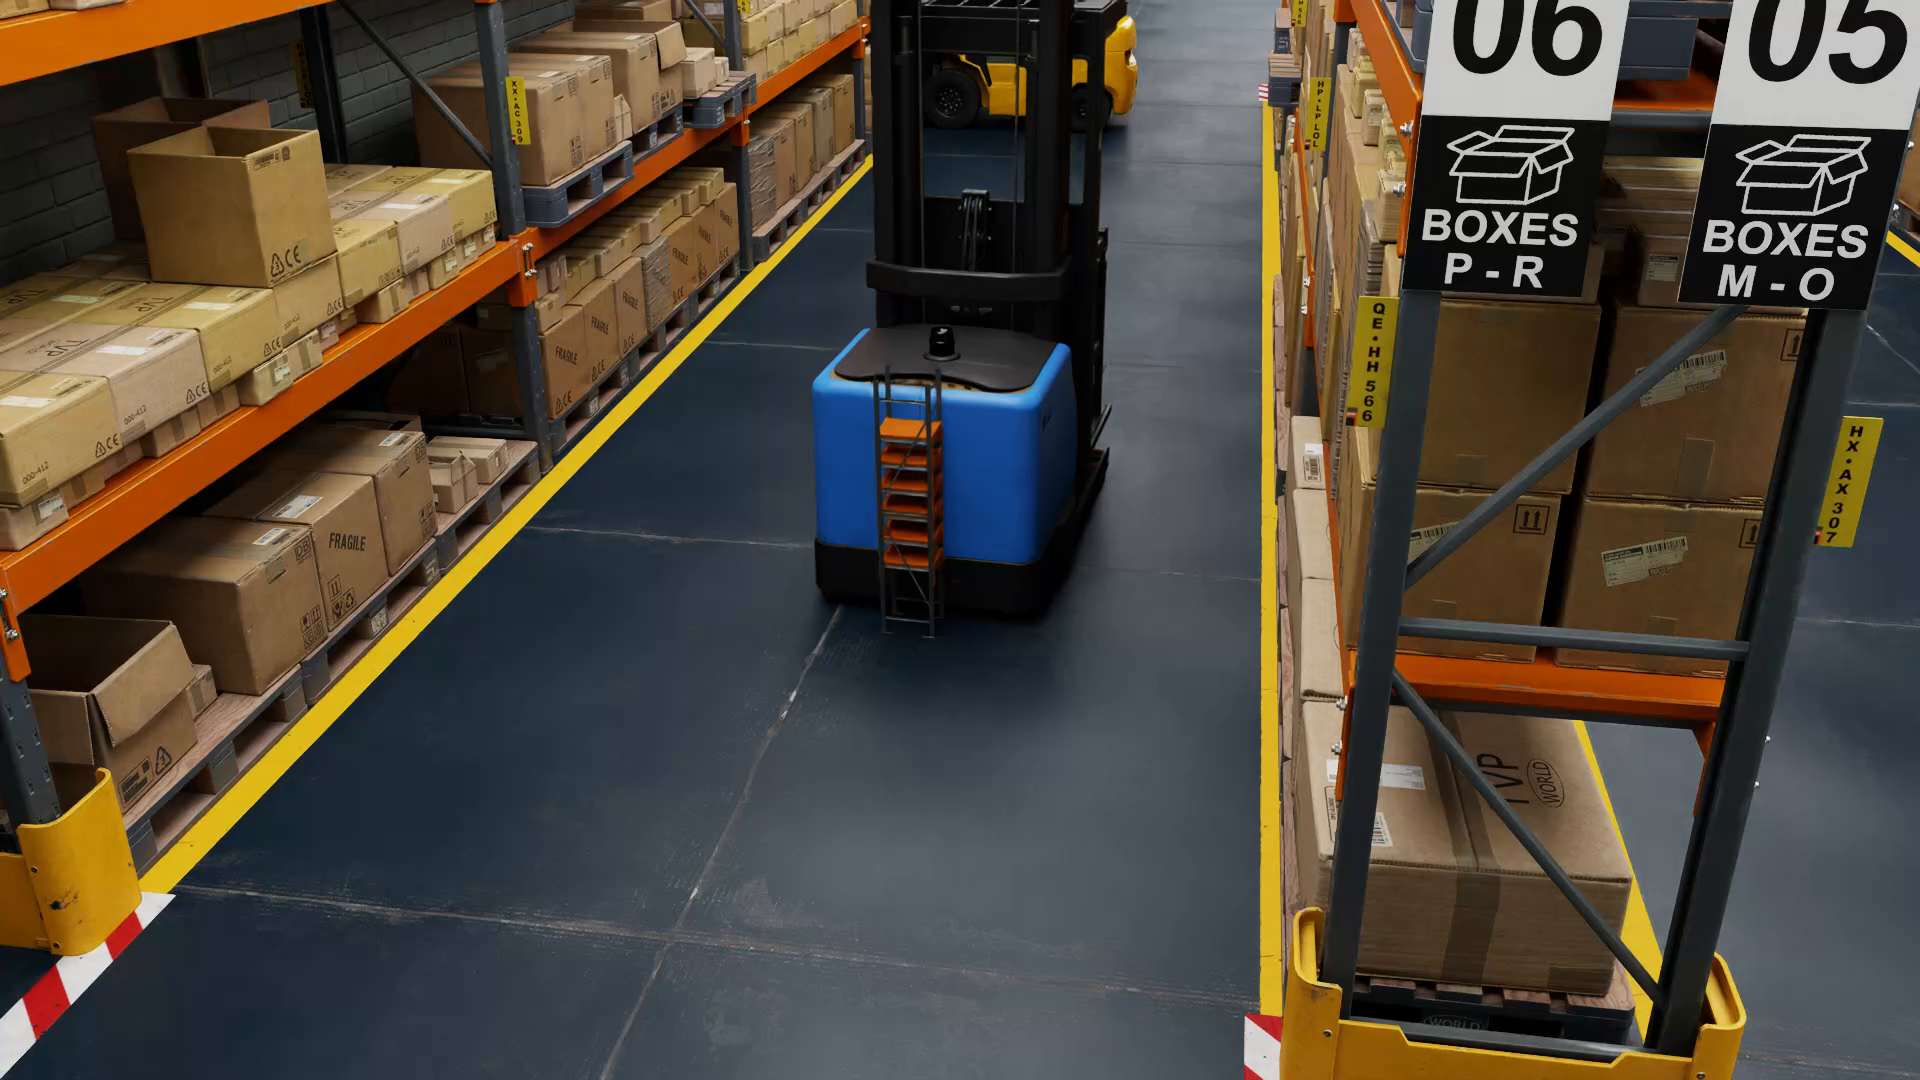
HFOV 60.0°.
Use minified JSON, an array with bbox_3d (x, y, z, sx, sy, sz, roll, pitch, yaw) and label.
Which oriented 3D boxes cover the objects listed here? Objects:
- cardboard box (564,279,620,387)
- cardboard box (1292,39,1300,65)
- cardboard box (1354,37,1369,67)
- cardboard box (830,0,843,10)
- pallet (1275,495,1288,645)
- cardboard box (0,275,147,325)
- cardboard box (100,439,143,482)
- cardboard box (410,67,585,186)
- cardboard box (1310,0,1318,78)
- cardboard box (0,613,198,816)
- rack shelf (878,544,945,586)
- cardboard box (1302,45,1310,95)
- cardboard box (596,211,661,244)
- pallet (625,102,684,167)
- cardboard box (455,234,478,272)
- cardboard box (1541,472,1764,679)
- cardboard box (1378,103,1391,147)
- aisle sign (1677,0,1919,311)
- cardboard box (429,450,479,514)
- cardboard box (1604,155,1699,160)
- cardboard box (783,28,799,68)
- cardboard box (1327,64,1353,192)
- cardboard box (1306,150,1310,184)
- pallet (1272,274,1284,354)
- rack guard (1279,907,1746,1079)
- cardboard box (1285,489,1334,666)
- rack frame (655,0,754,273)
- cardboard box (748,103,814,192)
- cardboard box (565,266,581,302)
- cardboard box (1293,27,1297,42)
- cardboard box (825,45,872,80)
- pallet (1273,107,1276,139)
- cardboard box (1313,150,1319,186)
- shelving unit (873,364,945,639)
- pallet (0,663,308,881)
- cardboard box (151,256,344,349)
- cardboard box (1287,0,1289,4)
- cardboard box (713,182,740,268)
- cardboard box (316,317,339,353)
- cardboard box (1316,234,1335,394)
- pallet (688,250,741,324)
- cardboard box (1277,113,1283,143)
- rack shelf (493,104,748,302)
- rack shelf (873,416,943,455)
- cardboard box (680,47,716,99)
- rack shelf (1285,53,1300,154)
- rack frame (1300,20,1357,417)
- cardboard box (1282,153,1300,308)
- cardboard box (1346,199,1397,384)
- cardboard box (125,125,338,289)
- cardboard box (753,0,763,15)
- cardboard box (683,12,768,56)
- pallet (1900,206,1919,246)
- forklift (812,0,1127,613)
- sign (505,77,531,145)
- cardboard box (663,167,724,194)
[{"bbox_3d":[-2.346,-1.230,9.793,0.500,0.500,0.500,4,25,8],"label":"cardboard box"},{"bbox_3d":[2.617,-3.548,12.093,0.380,0.149,0.250,4,25,8],"label":"cardboard box"},{"bbox_3d":[1.839,-1.989,6.899,0.380,0.149,0.250,4,25,9],"label":"cardboard box"},{"bbox_3d":[-1.322,-4.828,14.613,0.500,0.250,0.500,3,25,7],"label":"cardboard box"},{"bbox_3d":[1.971,0.156,7.668,1.003,0.211,1.213,4,25,9],"label":"pallet"},{"bbox_3d":[-3.394,-0.789,6.223,0.500,0.250,0.500,5,26,10],"label":"cardboard box"},{"bbox_3d":[-3.049,-0.316,5.682,0.380,0.149,0.250,4,25,8],"label":"cardboard box"},{"bbox_3d":[-2.425,-2.184,8.765,0.700,0.500,0.500,5,25,10],"label":"cardboard box"},{"bbox_3d":[2.333,-2.978,9.776,0.500,0.500,0.500,5,25,10],"label":"cardboard box"},{"bbox_3d":[-3.185,0.602,5.875,0.797,0.503,0.637,3,25,6],"label":"cardboard box"},{"bbox_3d":[-0.211,0.102,7.279,0.258,0.103,0.180,5,28,11],"label":"rack shelf"},{"bbox_3d":[2.500,-3.056,10.828,0.500,0.250,0.500,4,25,8],"label":"cardboard box"},{"bbox_3d":[-2.146,-2.010,10.694,0.380,0.149,0.250,3,25,6],"label":"cardboard box"},{"bbox_3d":[-2.384,-2.534,10.352,1.003,0.211,1.213,4,25,9],"label":"pallet"},{"bbox_3d":[-2.549,-1.387,7.971,0.380,0.149,0.250,5,25,10],"label":"cardboard box"},{"bbox_3d":[1.881,0.027,4.536,0.500,0.500,0.500,4,25,8],"label":"cardboard box"},{"bbox_3d":[1.596,-1.349,5.530,0.380,0.149,0.250,5,26,10],"label":"cardboard box"},{"bbox_3d":[1.793,-0.874,3.512,0.394,0.787,0.004,4,25,9],"label":"aisle sign"},{"bbox_3d":[-2.584,-0.311,8.106,0.396,0.266,0.258,5,26,10],"label":"cardboard box"},{"bbox_3d":[1.995,-1.108,5.016,0.380,0.149,0.250,4,25,9],"label":"cardboard box"},{"bbox_3d":[-1.593,-3.962,13.352,0.500,0.250,0.500,3,25,7],"label":"cardboard box"},{"bbox_3d":[1.856,-1.735,7.122,0.500,0.500,0.500,4,25,9],"label":"cardboard box"},{"bbox_3d":[2.263,-2.196,9.580,0.500,0.250,0.500,4,25,9],"label":"cardboard box"},{"bbox_3d":[2.623,-1.505,11.217,1.003,0.211,1.213,4,25,9],"label":"pallet"},{"bbox_3d":[1.515,1.395,4.679,1.175,0.500,0.348,4,25,9],"label":"rack guard"},{"bbox_3d":[1.819,0.180,6.854,0.875,0.438,0.875,3,25,7],"label":"cardboard box"},{"bbox_3d":[-2.071,-3.435,12.050,1.000,3.000,0.127,4,25,9],"label":"rack frame"},{"bbox_3d":[-1.747,-3.365,14.206,0.875,0.625,0.625,3,25,6],"label":"cardboard box"},{"bbox_3d":[-2.404,-1.475,9.550,0.380,0.149,0.250,3,25,6],"label":"cardboard box"},{"bbox_3d":[2.700,-3.889,12.056,0.500,0.500,0.500,4,25,8],"label":"cardboard box"},{"bbox_3d":[-1.029,-4.686,16.292,0.500,0.250,0.500,4,25,8],"label":"cardboard box"},{"bbox_3d":[3.752,-4.298,17.182,1.003,0.211,1.213,4,25,9],"label":"pallet"},{"bbox_3d":[2.079,-1.989,8.548,0.500,0.250,0.500,5,25,10],"label":"cardboard box"},{"bbox_3d":[-0.214,-0.151,7.150,0.258,1.200,0.189,5,28,11],"label":"shelving unit"},{"bbox_3d":[-3.237,0.809,6.274,1.003,0.211,1.213,4,25,9],"label":"pallet"},{"bbox_3d":[-2.814,-0.965,6.600,0.500,0.250,0.500,3,25,7],"label":"cardboard box"},{"bbox_3d":[3.473,-5.447,16.646,0.380,0.149,0.250,4,25,9],"label":"cardboard box"},{"bbox_3d":[-1.928,-2.301,12.081,0.500,0.500,0.500,5,26,10],"label":"cardboard box"},{"bbox_3d":[-2.797,-0.853,6.831,0.380,0.149,0.250,4,25,8],"label":"cardboard box"},{"bbox_3d":[1.664,-0.869,6.450,0.500,0.500,0.500,4,25,9],"label":"cardboard box"},{"bbox_3d":[-2.230,-1.862,11.980,1.003,0.211,1.213,4,25,9],"label":"pallet"},{"bbox_3d":[3.312,-3.976,15.955,0.500,0.250,0.500,5,26,11],"label":"cardboard box"},{"bbox_3d":[-2.398,-2.273,10.416,1.077,0.370,4.000,4,25,9],"label":"rack shelf"},{"bbox_3d":[-0.216,-0.432,7.006,0.258,0.103,0.180,5,28,11],"label":"rack shelf"},{"bbox_3d":[-1.924,-3.093,11.002,0.500,0.250,0.500,3,25,6],"label":"cardboard box"},{"bbox_3d":[3.153,-3.603,13.258,1.077,0.370,4.000,4,25,9],"label":"rack shelf"},{"bbox_3d":[2.173,-1.420,7.745,1.000,3.000,0.127,4,25,9],"label":"rack frame"},{"bbox_3d":[2.632,-2.037,11.075,0.875,0.875,0.875,4,25,8],"label":"cardboard box"},{"bbox_3d":[1.419,-0.684,4.875,0.500,0.500,0.500,4,25,9],"label":"cardboard box"},{"bbox_3d":[-2.794,-1.294,6.418,0.500,0.500,0.500,5,25,10],"label":"cardboard box"},{"bbox_3d":[-1.686,-3.999,12.371,0.380,0.149,0.250,5,25,10],"label":"cardboard box"},{"bbox_3d":[-1.733,-3.760,12.332,0.500,0.250,0.500,4,25,8],"label":"cardboard box"},{"bbox_3d":[8.131,-2.362,13.048,1.003,0.211,1.213,4,25,9],"label":"pallet"},{"bbox_3d":[0.184,-1.604,8.220,1.130,2.935,3.031,6,26,12],"label":"forklift"},{"bbox_3d":[-2.188,-2.120,8.219,0.100,0.325,0.005,4,25,9],"label":"sign"},{"bbox_3d":[-1.902,-2.563,11.875,0.380,0.149,0.250,3,25,6],"label":"cardboard box"}]
